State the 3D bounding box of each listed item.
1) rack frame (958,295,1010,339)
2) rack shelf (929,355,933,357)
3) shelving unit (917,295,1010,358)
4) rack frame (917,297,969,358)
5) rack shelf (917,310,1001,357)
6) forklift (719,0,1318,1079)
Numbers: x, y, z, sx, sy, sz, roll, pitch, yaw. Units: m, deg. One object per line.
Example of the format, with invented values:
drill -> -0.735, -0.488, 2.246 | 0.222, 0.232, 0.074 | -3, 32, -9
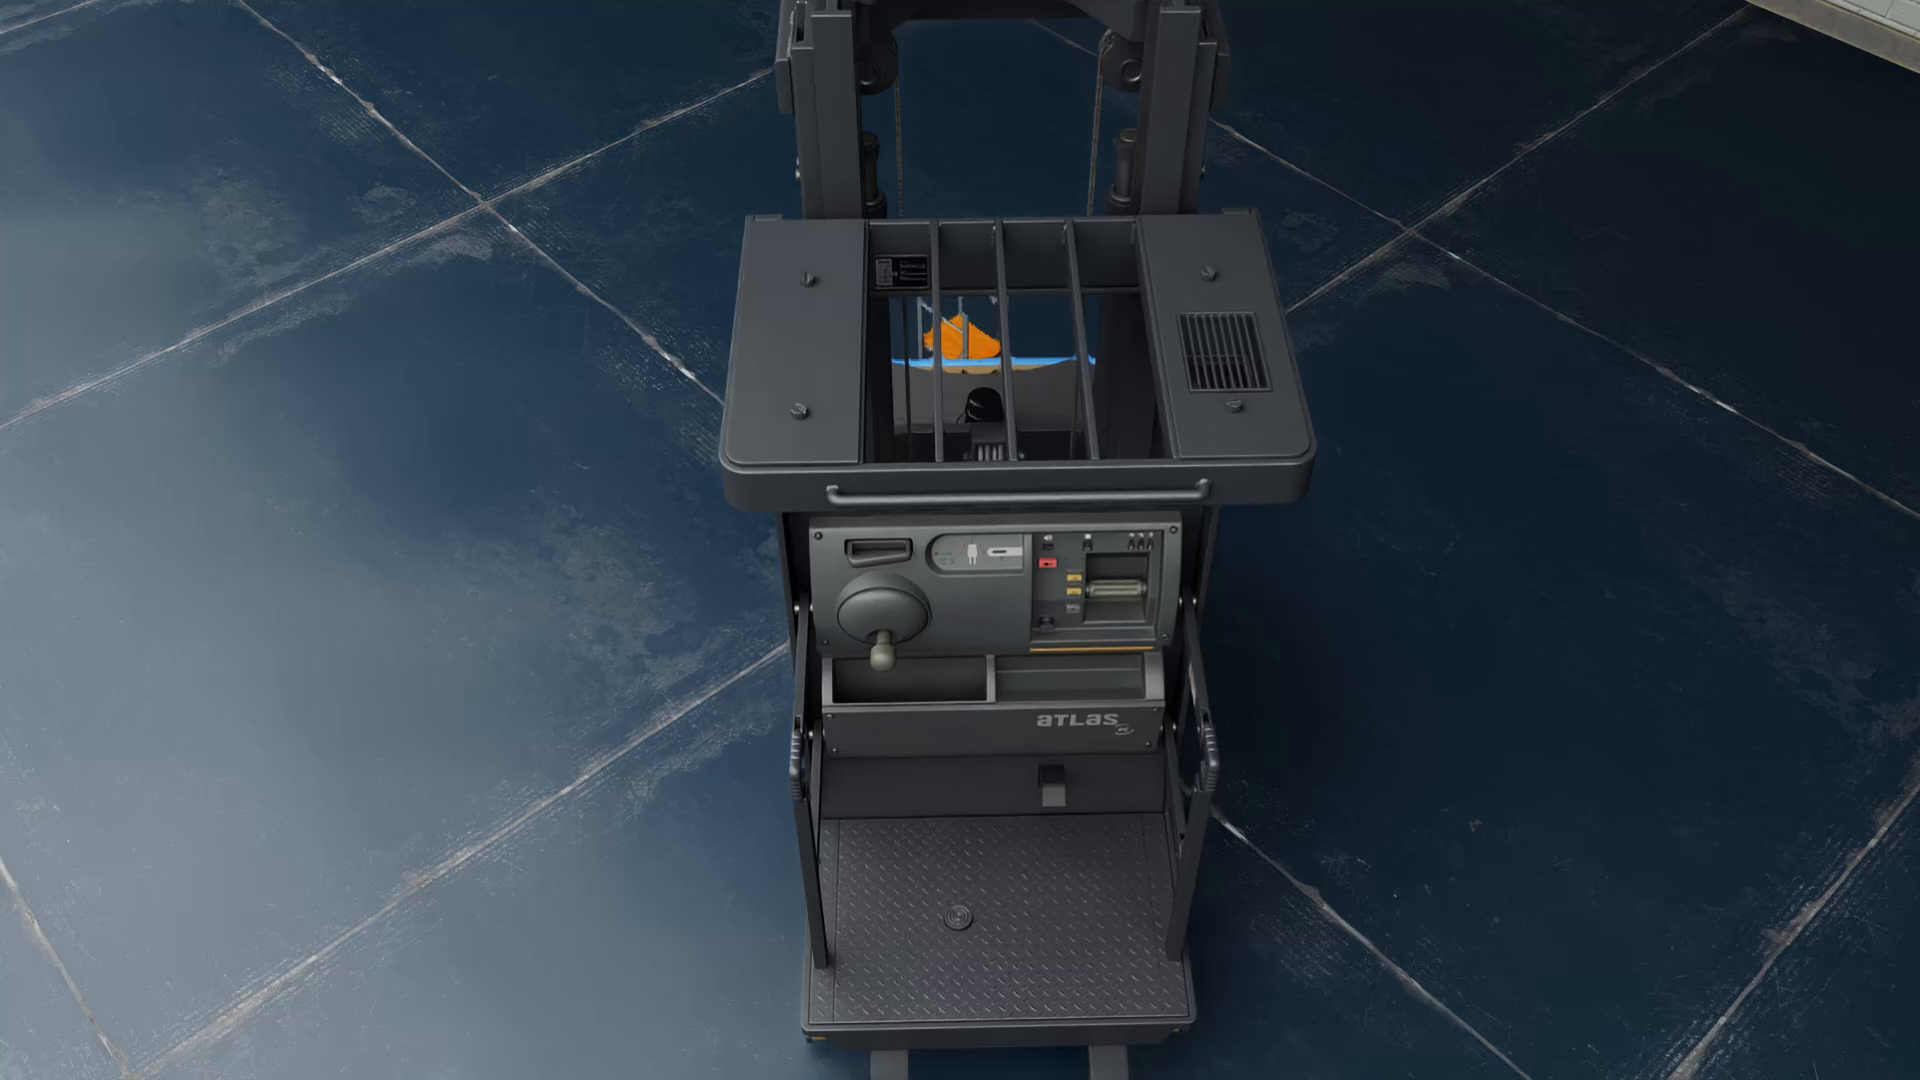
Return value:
rack frame -> 0.076, -0.470, 5.865 | 0.006, 1.200, 0.240 | -35, 56, -27
rack shelf -> 0.010, -0.555, 5.678 | 0.180, 0.103, 0.258 | -35, 56, -27
shelving unit -> 0.010, -0.423, 5.823 | 0.189, 1.200, 0.258 | -35, 56, -27
rack frame -> -0.057, -0.377, 5.780 | 0.006, 1.200, 0.240 | -35, 56, -27
rack shelf -> 0.010, -0.636, 5.589 | 0.180, 0.103, 0.258 | -35, 56, -27
forklift -> 0.098, 0.227, 4.046 | 1.130, 2.935, 3.031 | -1, 47, -1
